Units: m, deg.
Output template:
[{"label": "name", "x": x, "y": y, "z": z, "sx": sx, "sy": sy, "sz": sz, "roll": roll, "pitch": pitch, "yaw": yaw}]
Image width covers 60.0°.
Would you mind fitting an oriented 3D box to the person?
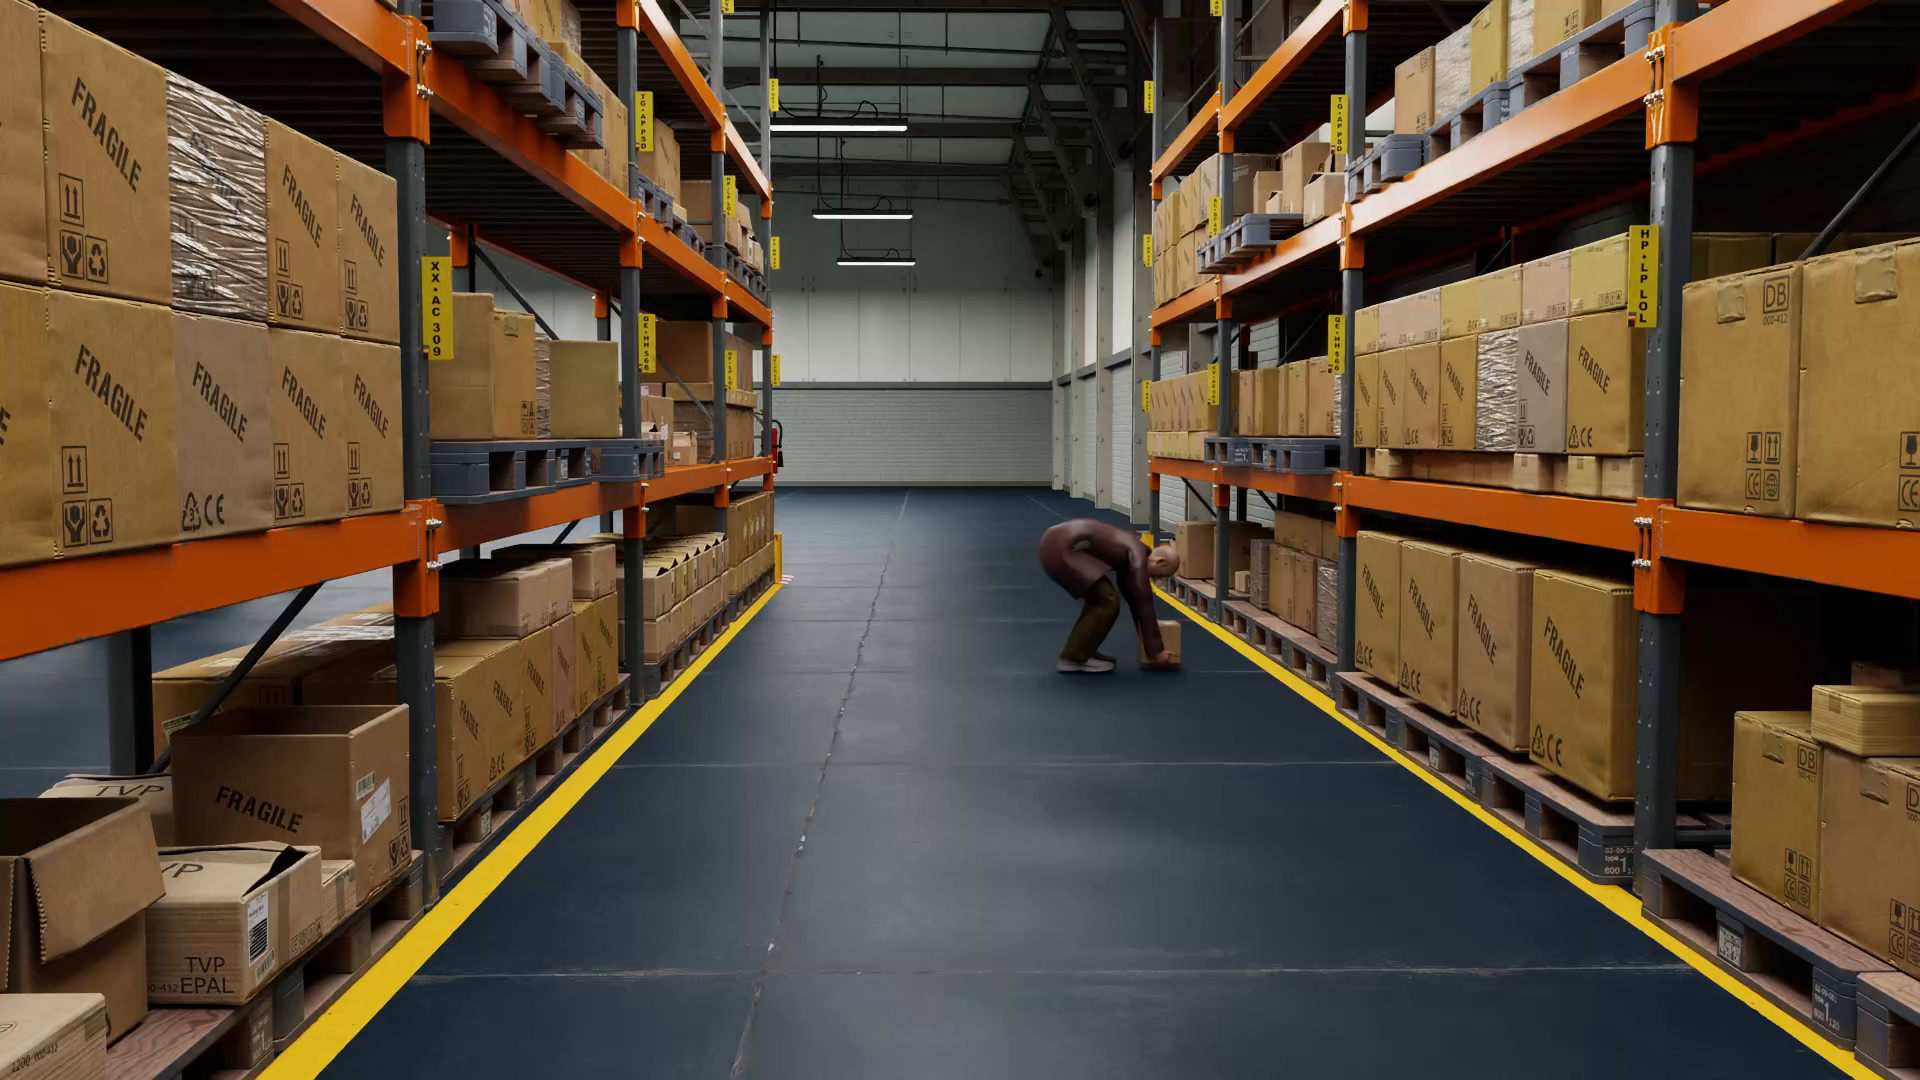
[{"label": "person", "x": 0.970, "y": 0.349, "z": 10.836, "sx": 0.942, "sy": 0.996, "sz": 0.583, "roll": 0, "pitch": 4, "yaw": -4}]
